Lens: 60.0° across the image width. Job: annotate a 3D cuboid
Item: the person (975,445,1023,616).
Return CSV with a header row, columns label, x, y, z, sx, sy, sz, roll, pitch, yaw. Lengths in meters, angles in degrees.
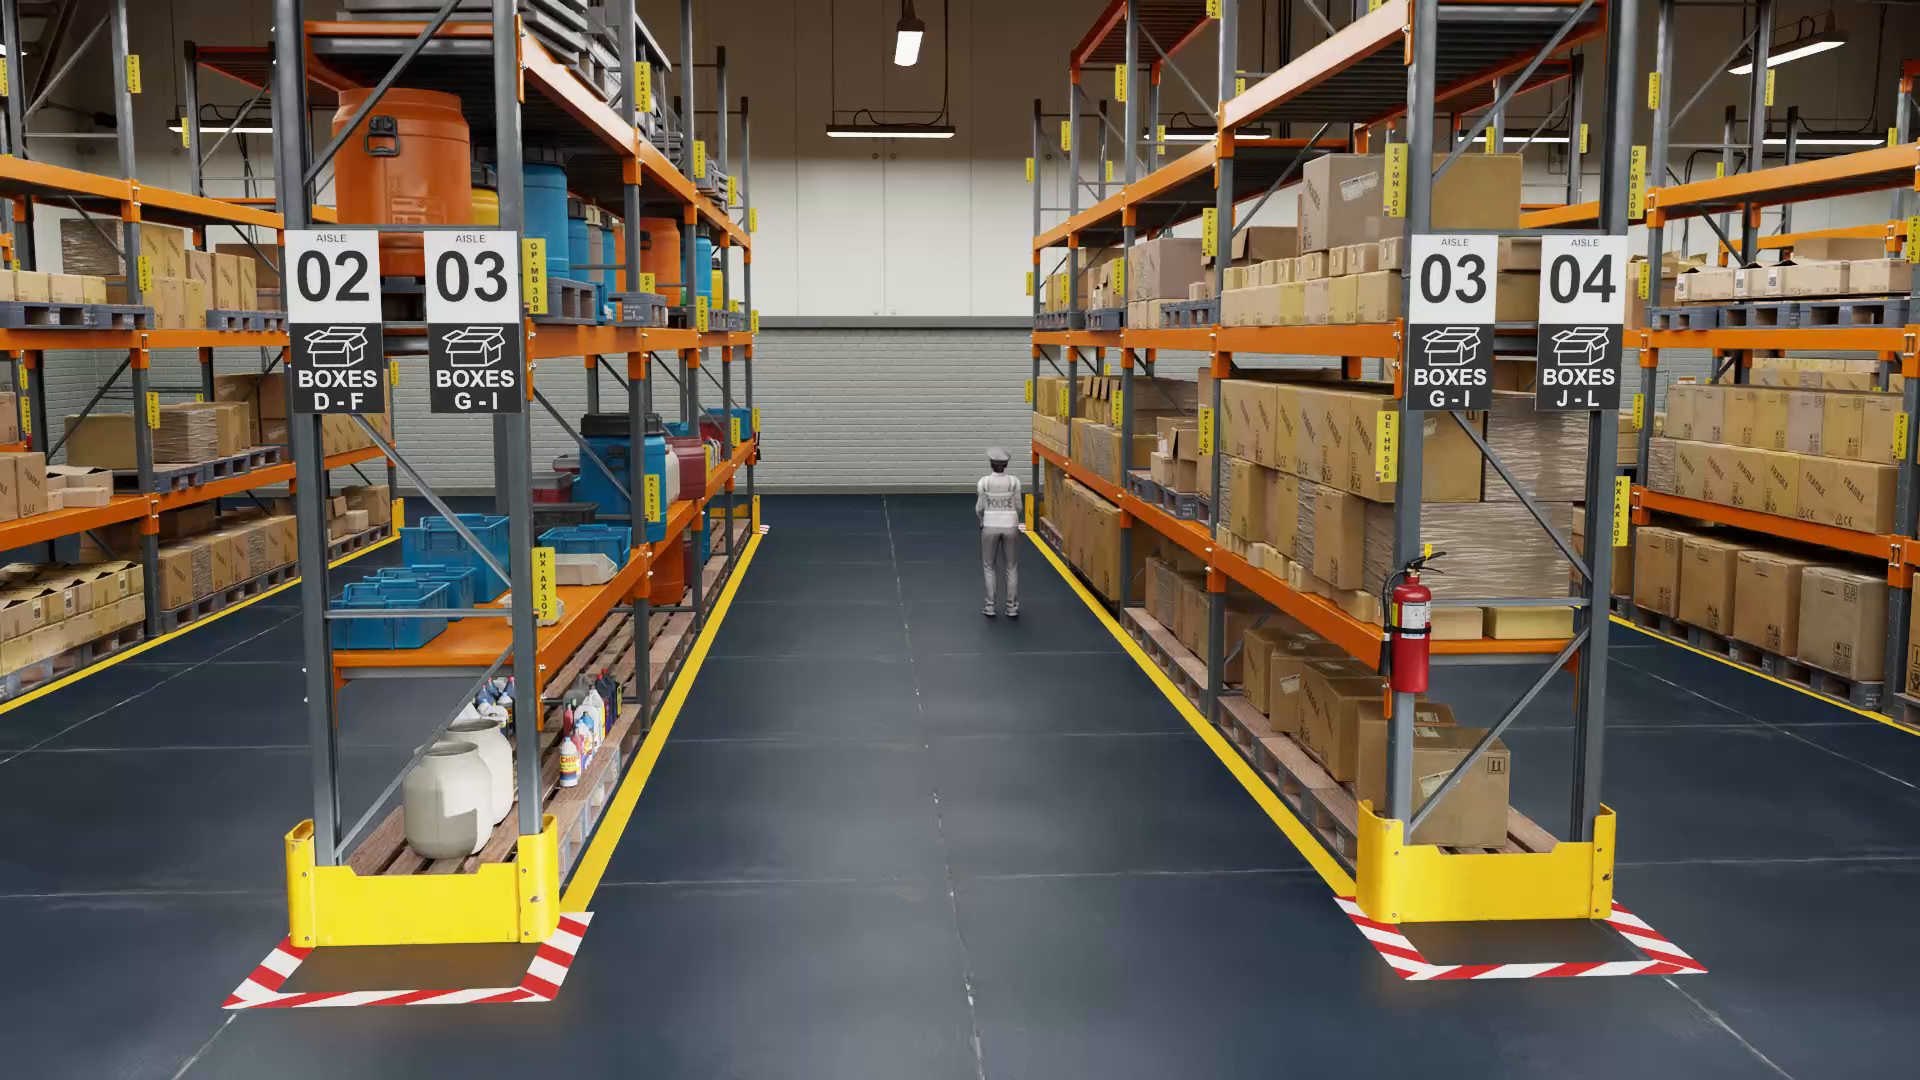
label,x,y,z,sx,sy,sz,roll,pitch,yaw
person,0.383,-0.095,16.409,0.463,1.688,0.554,0,7,-4
